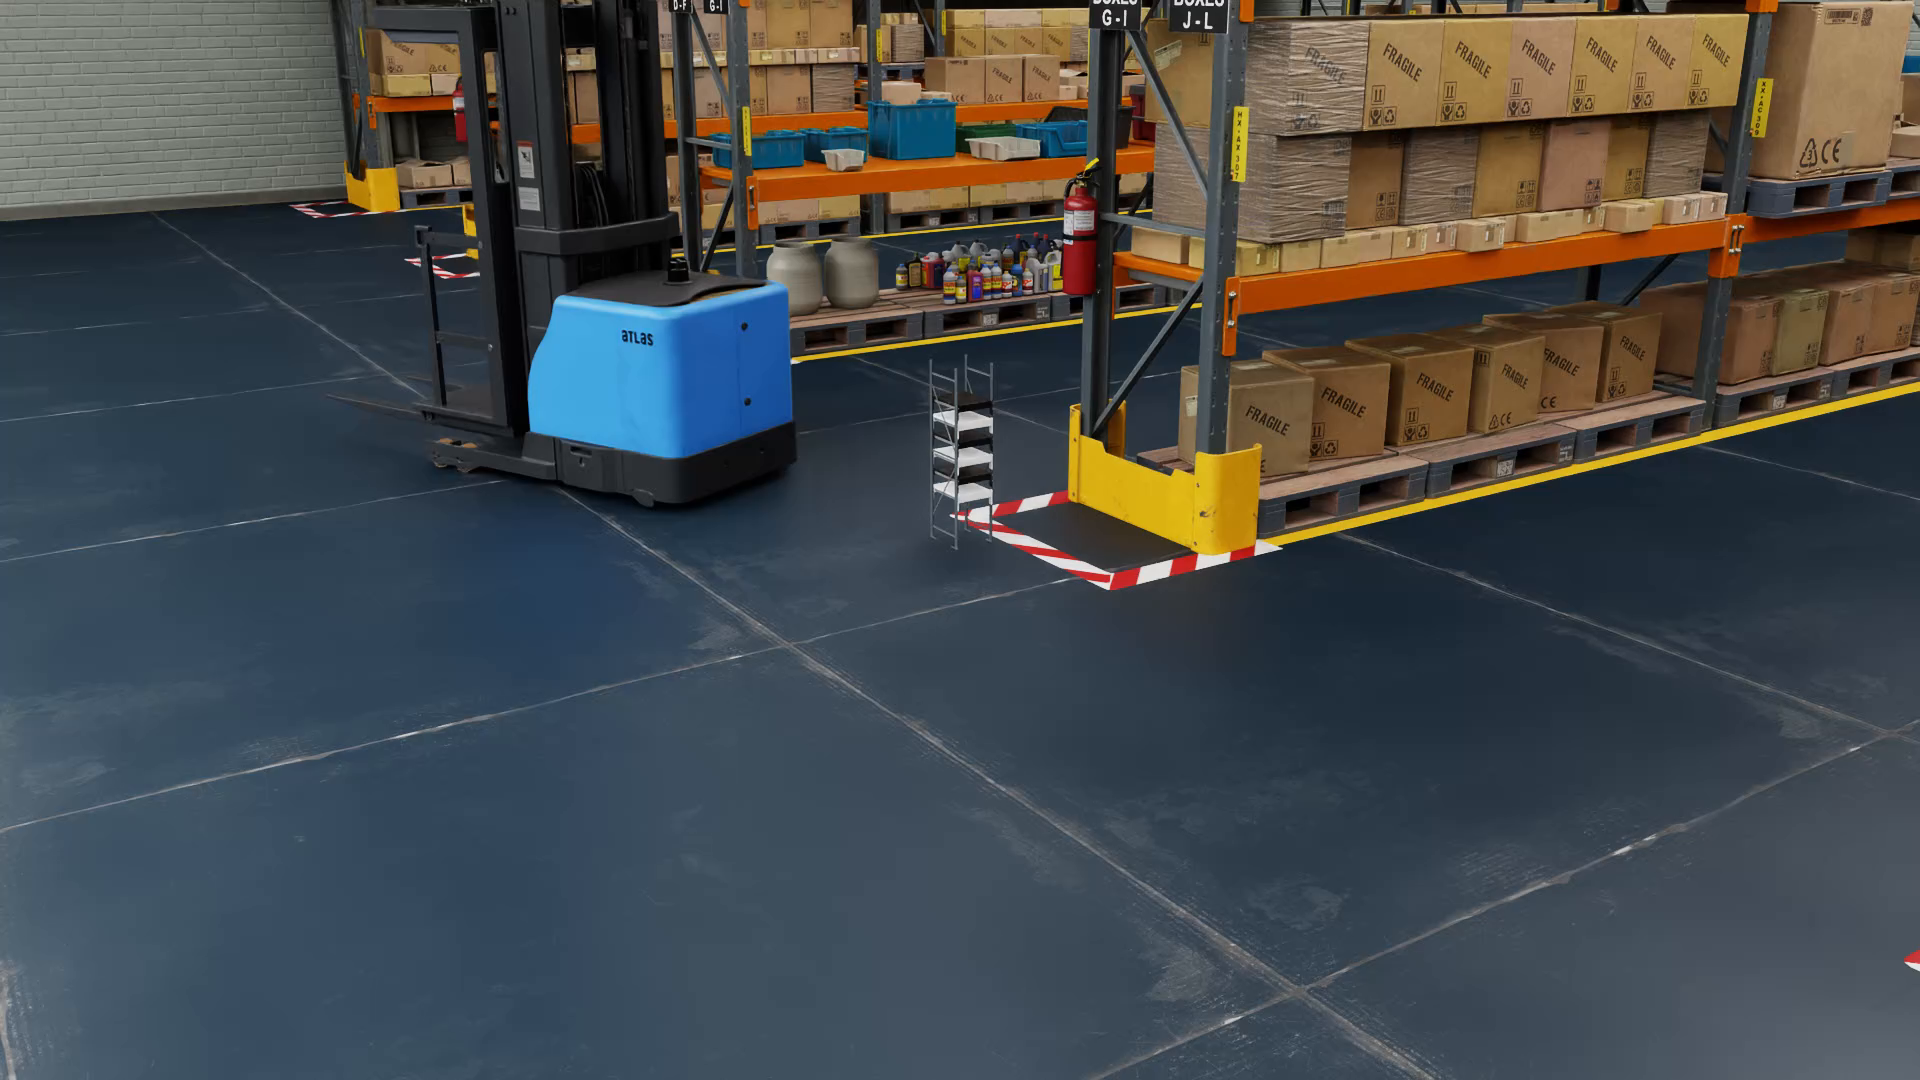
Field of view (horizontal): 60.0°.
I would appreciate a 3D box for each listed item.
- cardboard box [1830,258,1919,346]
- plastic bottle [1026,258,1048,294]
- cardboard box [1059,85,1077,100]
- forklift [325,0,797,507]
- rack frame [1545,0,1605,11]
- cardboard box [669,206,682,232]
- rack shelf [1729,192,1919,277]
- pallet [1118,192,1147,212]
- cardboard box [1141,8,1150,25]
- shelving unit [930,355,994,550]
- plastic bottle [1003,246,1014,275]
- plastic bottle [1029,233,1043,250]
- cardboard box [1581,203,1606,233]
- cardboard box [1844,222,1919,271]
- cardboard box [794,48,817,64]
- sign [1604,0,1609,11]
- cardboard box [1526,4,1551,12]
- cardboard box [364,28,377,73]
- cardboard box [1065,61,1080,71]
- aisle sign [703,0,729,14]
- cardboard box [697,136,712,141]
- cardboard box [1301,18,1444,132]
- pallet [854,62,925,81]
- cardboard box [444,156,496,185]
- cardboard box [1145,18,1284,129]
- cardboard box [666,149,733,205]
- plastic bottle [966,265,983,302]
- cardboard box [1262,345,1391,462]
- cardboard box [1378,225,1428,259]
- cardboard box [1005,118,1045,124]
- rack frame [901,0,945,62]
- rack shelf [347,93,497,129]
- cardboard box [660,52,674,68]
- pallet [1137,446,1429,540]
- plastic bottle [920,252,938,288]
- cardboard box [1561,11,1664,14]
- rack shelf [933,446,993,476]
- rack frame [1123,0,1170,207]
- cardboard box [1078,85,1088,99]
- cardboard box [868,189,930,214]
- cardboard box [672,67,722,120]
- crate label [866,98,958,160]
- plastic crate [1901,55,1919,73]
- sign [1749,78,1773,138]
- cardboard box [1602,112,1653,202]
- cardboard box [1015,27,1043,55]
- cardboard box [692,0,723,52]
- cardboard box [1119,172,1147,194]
[{"bbox_3d":[6.631,-1.721,11.867,0.500,0.500,0.700,-14,23,-36],"label":"cardboard box"},{"bbox_3d":[0.624,-2.151,13.488,0.135,0.276,0.152,-11,22,-30],"label":"plastic bottle"},{"bbox_3d":[1.157,-5.213,19.372,0.250,0.149,0.380,-10,21,-27],"label":"cardboard box"},{"bbox_3d":[-2.435,-1.896,9.278,3.031,2.935,1.130,12,22,31],"label":"forklift"},{"bbox_3d":[8.872,-6.981,24.209,0.127,3.000,1.000,-12,22,-31],"label":"rack frame"},{"bbox_3d":[-3.087,-3.271,16.873,0.500,0.250,0.500,-12,22,-31],"label":"cardboard box"},{"bbox_3d":[5.966,-2.228,11.275,4.000,0.370,1.077,-12,22,-31],"label":"rack shelf"},{"bbox_3d":[1.482,-4.116,20.090,1.213,0.211,1.003,-12,22,-31],"label":"pallet"},{"bbox_3d":[2.555,-8.003,25.410,0.500,0.250,0.500,-11,22,-30],"label":"cardboard box"},{"bbox_3d":[0.007,-0.428,8.105,0.210,0.900,0.258,-12,22,-31],"label":"shelving unit"},{"bbox_3d":[0.409,-2.357,14.106,0.097,0.271,0.097,0,19,0],"label":"plastic bottle"},{"bbox_3d":[0.669,-2.464,14.298,0.185,0.351,0.144,-11,22,-30],"label":"plastic bottle"},{"bbox_3d":[3.393,-1.829,9.363,0.250,0.149,0.380,-12,22,-31],"label":"cardboard box"},{"bbox_3d":[6.656,-2.078,11.754,0.500,0.250,0.500,-9,21,-25],"label":"cardboard box"},{"bbox_3d":[-1.684,-5.026,17.260,0.250,0.149,0.380,-13,22,-33],"label":"cardboard box"},{"bbox_3d":[9.161,-7.527,23.524,0.005,0.325,0.100,-12,22,-31],"label":"sign"},{"bbox_3d":[7.800,-7.168,23.046,0.500,0.500,0.500,-11,22,-30],"label":"cardboard box"},{"bbox_3d":[-6.941,-5.920,20.105,0.500,0.500,0.500,-12,22,-32],"label":"cardboard box"},{"bbox_3d":[1.592,-7.143,25.052,0.250,0.149,0.380,-13,22,-33],"label":"cardboard box"},{"bbox_3d":[-1.668,-3.977,11.266,0.004,0.787,0.394,-12,22,-31],"label":"aisle sign"},{"bbox_3d":[-3.272,-5.350,22.601,0.500,0.500,0.700,-11,22,-30],"label":"cardboard box"},{"bbox_3d":[1.985,-2.284,8.135,0.500,0.500,0.500,-12,22,-31],"label":"cardboard box"},{"bbox_3d":[-1.073,-6.651,23.534,1.003,0.211,1.213,-12,22,-31],"label":"pallet"},{"bbox_3d":[-6.115,-4.620,20.737,0.500,0.311,0.500,-10,21,-27],"label":"cardboard box"},{"bbox_3d":[1.278,-2.337,8.292,0.500,0.500,0.500,-12,22,-31],"label":"cardboard box"},{"bbox_3d":[-2.666,-3.712,17.009,0.500,0.500,0.500,-12,22,-31],"label":"cardboard box"},{"bbox_3d":[0.115,-2.029,13.118,0.133,0.283,0.061,-11,22,-31],"label":"plastic bottle"},{"bbox_3d":[1.966,-0.747,9.017,0.500,0.500,0.500,-6,20,-17],"label":"cardboard box"},{"bbox_3d":[2.170,-1.550,8.538,0.250,0.149,0.380,-12,22,-31],"label":"cardboard box"},{"bbox_3d":[0.885,-6.323,24.966,0.750,0.750,0.750,-12,22,-32],"label":"cardboard box"},{"bbox_3d":[-0.537,-6.896,23.958,0.127,3.000,1.000,-12,22,-31],"label":"rack frame"},{"bbox_3d":[-5.548,-5.498,20.948,4.000,0.370,1.077,-12,22,-31],"label":"rack shelf"},{"bbox_3d":[-2.970,-4.756,16.460,0.250,0.149,0.380,-12,22,-32],"label":"cardboard box"},{"bbox_3d":[1.716,-0.338,8.915,1.213,0.211,1.003,-12,22,-31],"label":"pallet"},{"bbox_3d":[-0.251,-2.233,13.731,0.135,0.276,0.152,-12,22,-31],"label":"plastic bottle"},{"bbox_3d":[3.780,-2.867,9.860,0.500,0.500,0.500,-12,22,-31],"label":"cardboard box"},{"bbox_3d":[0.007,-0.396,8.116,0.200,0.077,0.258,-12,22,-31],"label":"rack shelf"},{"bbox_3d":[2.191,-5.571,20.041,0.127,3.000,1.000,-12,22,-31],"label":"rack frame"},{"bbox_3d":[1.592,-5.220,19.394,0.250,0.149,0.380,-12,22,-31],"label":"cardboard box"},{"bbox_3d":[-0.677,-3.768,18.344,0.500,0.250,0.500,-13,22,-33],"label":"cardboard box"},{"bbox_3d":[-2.802,-4.562,16.899,0.500,0.500,0.700,-11,22,-30],"label":"cardboard box"},{"bbox_3d":[-0.381,-3.250,13.119,0.616,0.435,0.502,-12,22,-31],"label":"crate label"},{"bbox_3d":[11.417,-5.591,19.951,0.499,0.435,0.616,-12,22,-31],"label":"plastic crate"},{"bbox_3d":[4.600,-2.483,9.553,0.005,0.325,0.100,-12,22,-31],"label":"sign"},{"bbox_3d":[3.449,-2.263,9.635,0.500,0.500,0.875,-12,22,-31],"label":"cardboard box"},{"bbox_3d":[0.867,-7.287,24.465,0.500,0.500,0.500,-12,22,-32],"label":"cardboard box"},{"bbox_3d":[-2.774,-5.184,16.713,0.500,0.500,0.700,-12,22,-31],"label":"cardboard box"},{"bbox_3d":[1.886,-4.310,19.947,0.500,0.250,0.500,-11,22,-30],"label":"cardboard box"}]
